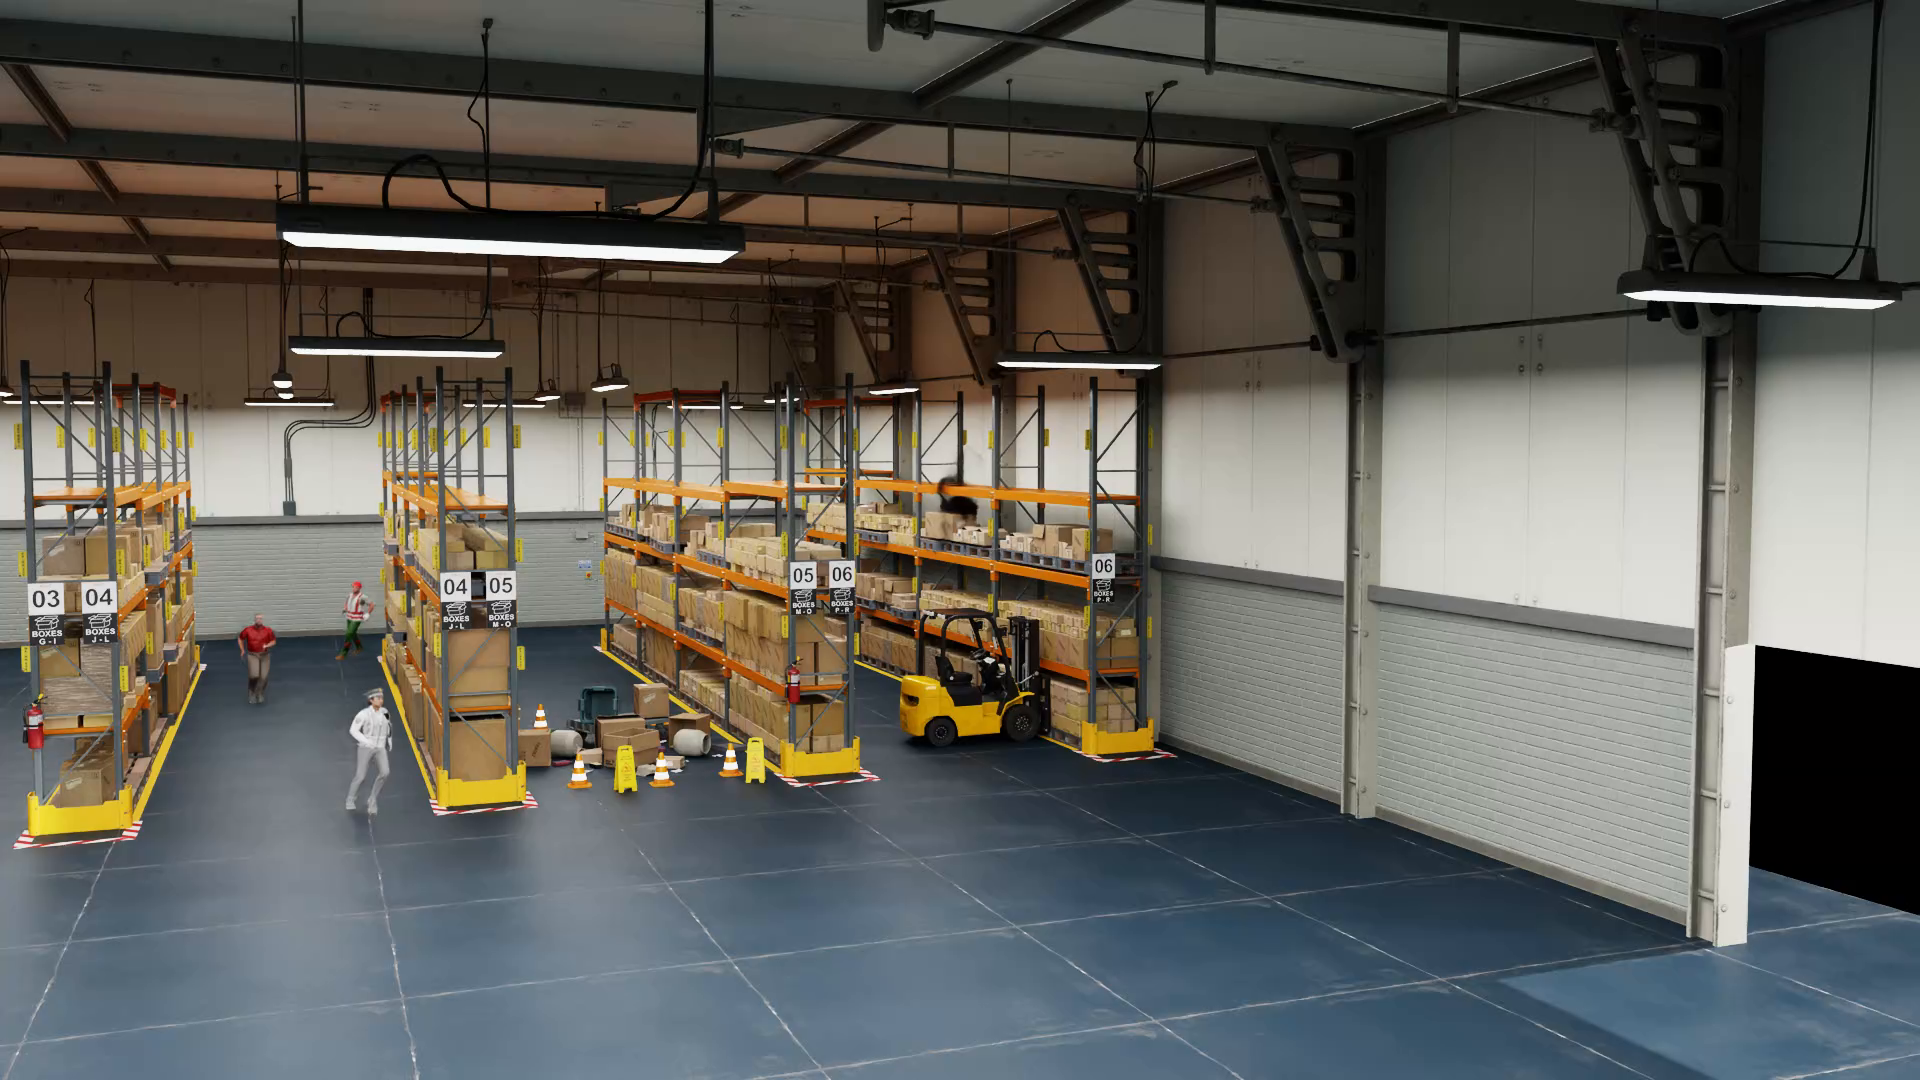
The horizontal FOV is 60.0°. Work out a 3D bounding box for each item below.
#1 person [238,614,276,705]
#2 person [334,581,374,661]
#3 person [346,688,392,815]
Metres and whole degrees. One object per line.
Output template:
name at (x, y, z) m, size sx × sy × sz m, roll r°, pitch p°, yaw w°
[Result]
person at (-13.280, 2.258, 31.486) m, size 0.636 × 1.726 × 0.692 m, roll -2°, pitch 4°, yaw -32°
person at (-13.808, 1.825, 37.898) m, size 0.720 × 1.777 × 0.950 m, roll 2°, pitch 4°, yaw 28°
person at (-7.902, 2.832, 22.422) m, size 0.672 × 1.690 × 0.651 m, roll -3°, pitch 5°, yaw -45°
